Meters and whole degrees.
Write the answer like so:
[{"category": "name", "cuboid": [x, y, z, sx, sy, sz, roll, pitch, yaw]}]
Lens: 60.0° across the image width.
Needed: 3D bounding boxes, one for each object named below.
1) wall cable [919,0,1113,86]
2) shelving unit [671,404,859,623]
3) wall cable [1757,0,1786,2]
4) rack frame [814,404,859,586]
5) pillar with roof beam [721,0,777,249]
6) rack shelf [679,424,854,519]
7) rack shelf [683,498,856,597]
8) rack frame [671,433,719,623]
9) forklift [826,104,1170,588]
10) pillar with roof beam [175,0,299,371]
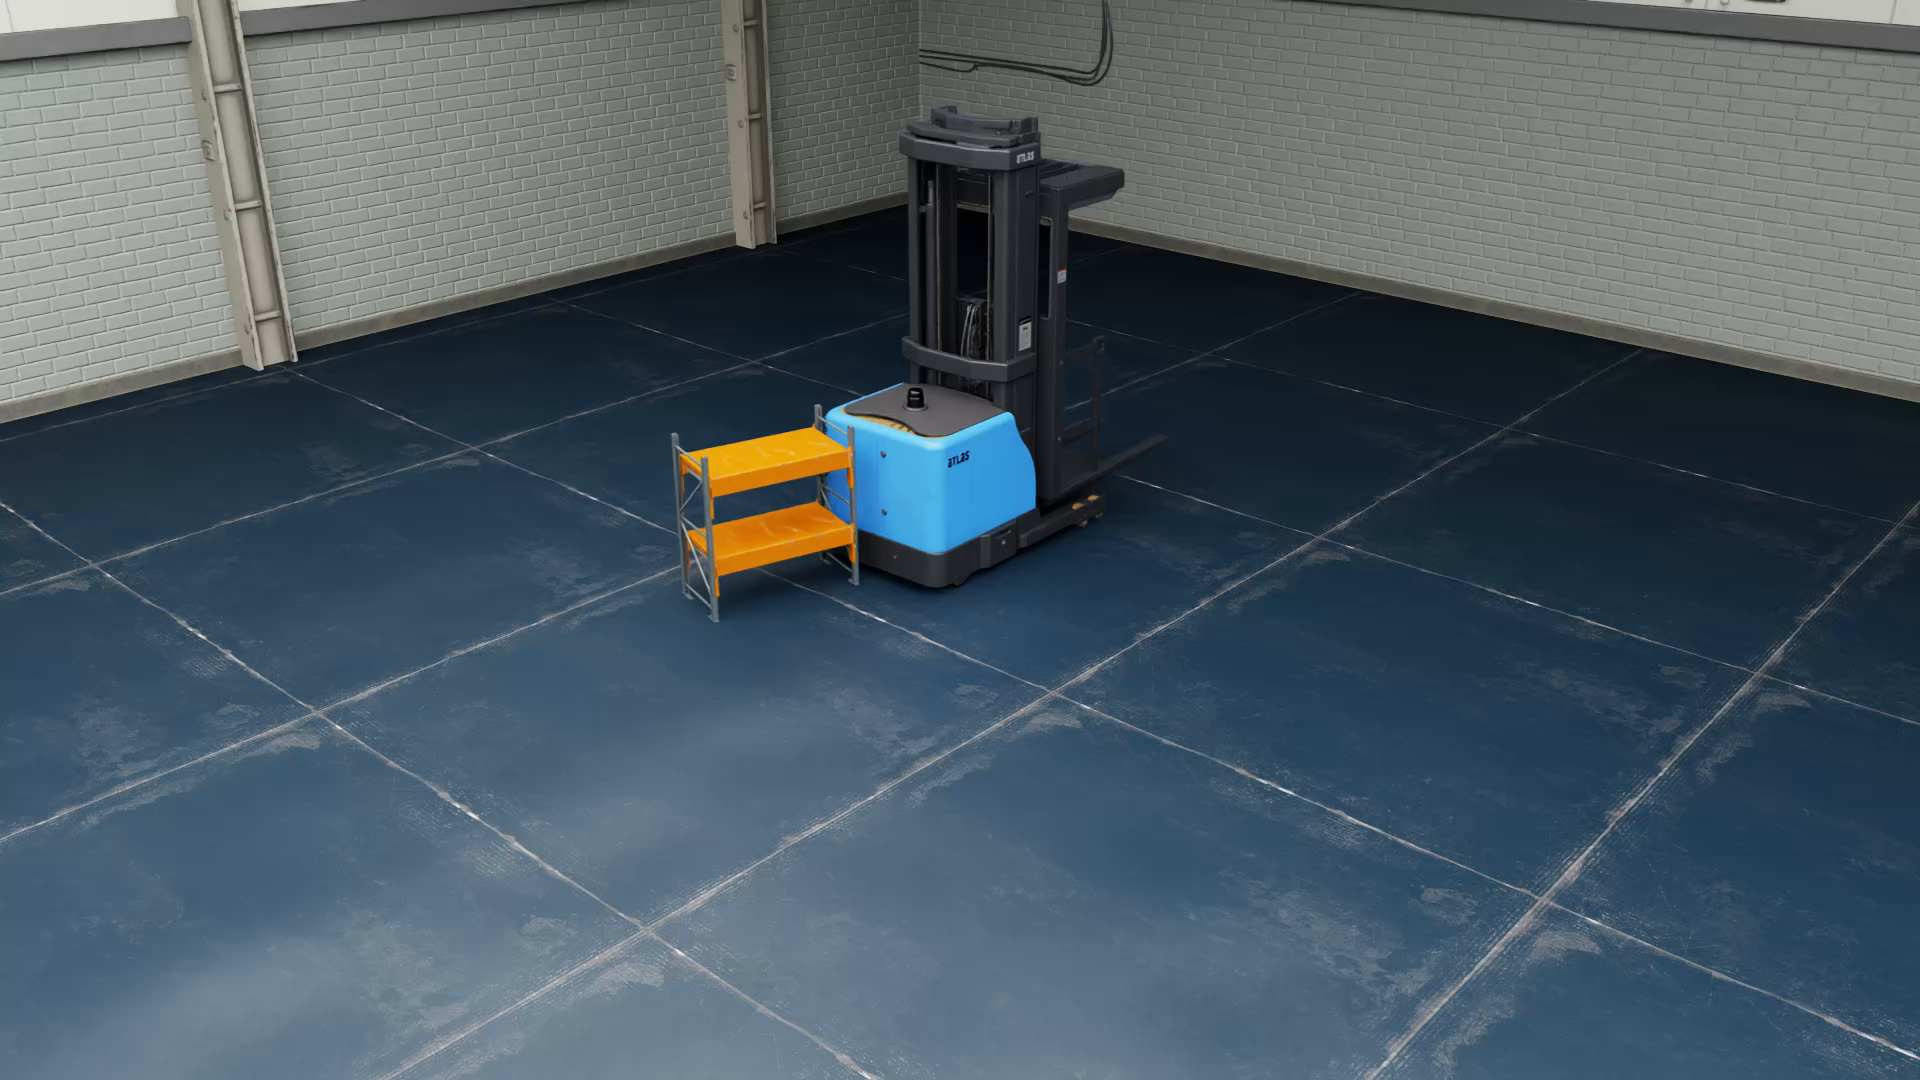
[{"category": "wall cable", "cuboid": [0.558, -6.703, 19.496, 3.097, 2.526, 0.112, 20, 31, 38]}, {"category": "shelving unit", "cuboid": [-1.248, -0.184, 10.785, 1.048, 1.125, 0.538, -14, 28, -29]}, {"category": "wall cable", "cuboid": [7.617, -7.075, 12.373, 2.305, 6.003, 0.169, 20, 31, 38]}, {"category": "rack frame", "cuboid": [-0.817, -0.294, 11.031, 0.032, 1.125, 0.500, -14, 28, -29]}, {"category": "pillar with roof beam", "cuboid": [0.813, -6.408, 15.043, 9.100, 9.000, 0.400, 20, 31, 38]}, {"category": "rack shelf", "cuboid": [-1.248, -0.451, 10.666, 1.000, 0.278, 0.538, -14, 28, -29]}, {"category": "rack shelf", "cuboid": [-1.248, 0.039, 10.885, 1.000, 0.278, 0.538, -14, 28, -29]}, {"category": "rack frame", "cuboid": [-1.680, -0.074, 10.540, 0.032, 1.125, 0.500, -14, 28, -29]}, {"category": "forklift", "cuboid": [0.419, -1.555, 11.636, 1.130, 2.935, 3.031, 19, 30, 36]}, {"category": "pillar with roof beam", "cuboid": [-3.192, -4.580, 10.966, 9.100, 9.000, 0.400, 20, 31, 38]}]
